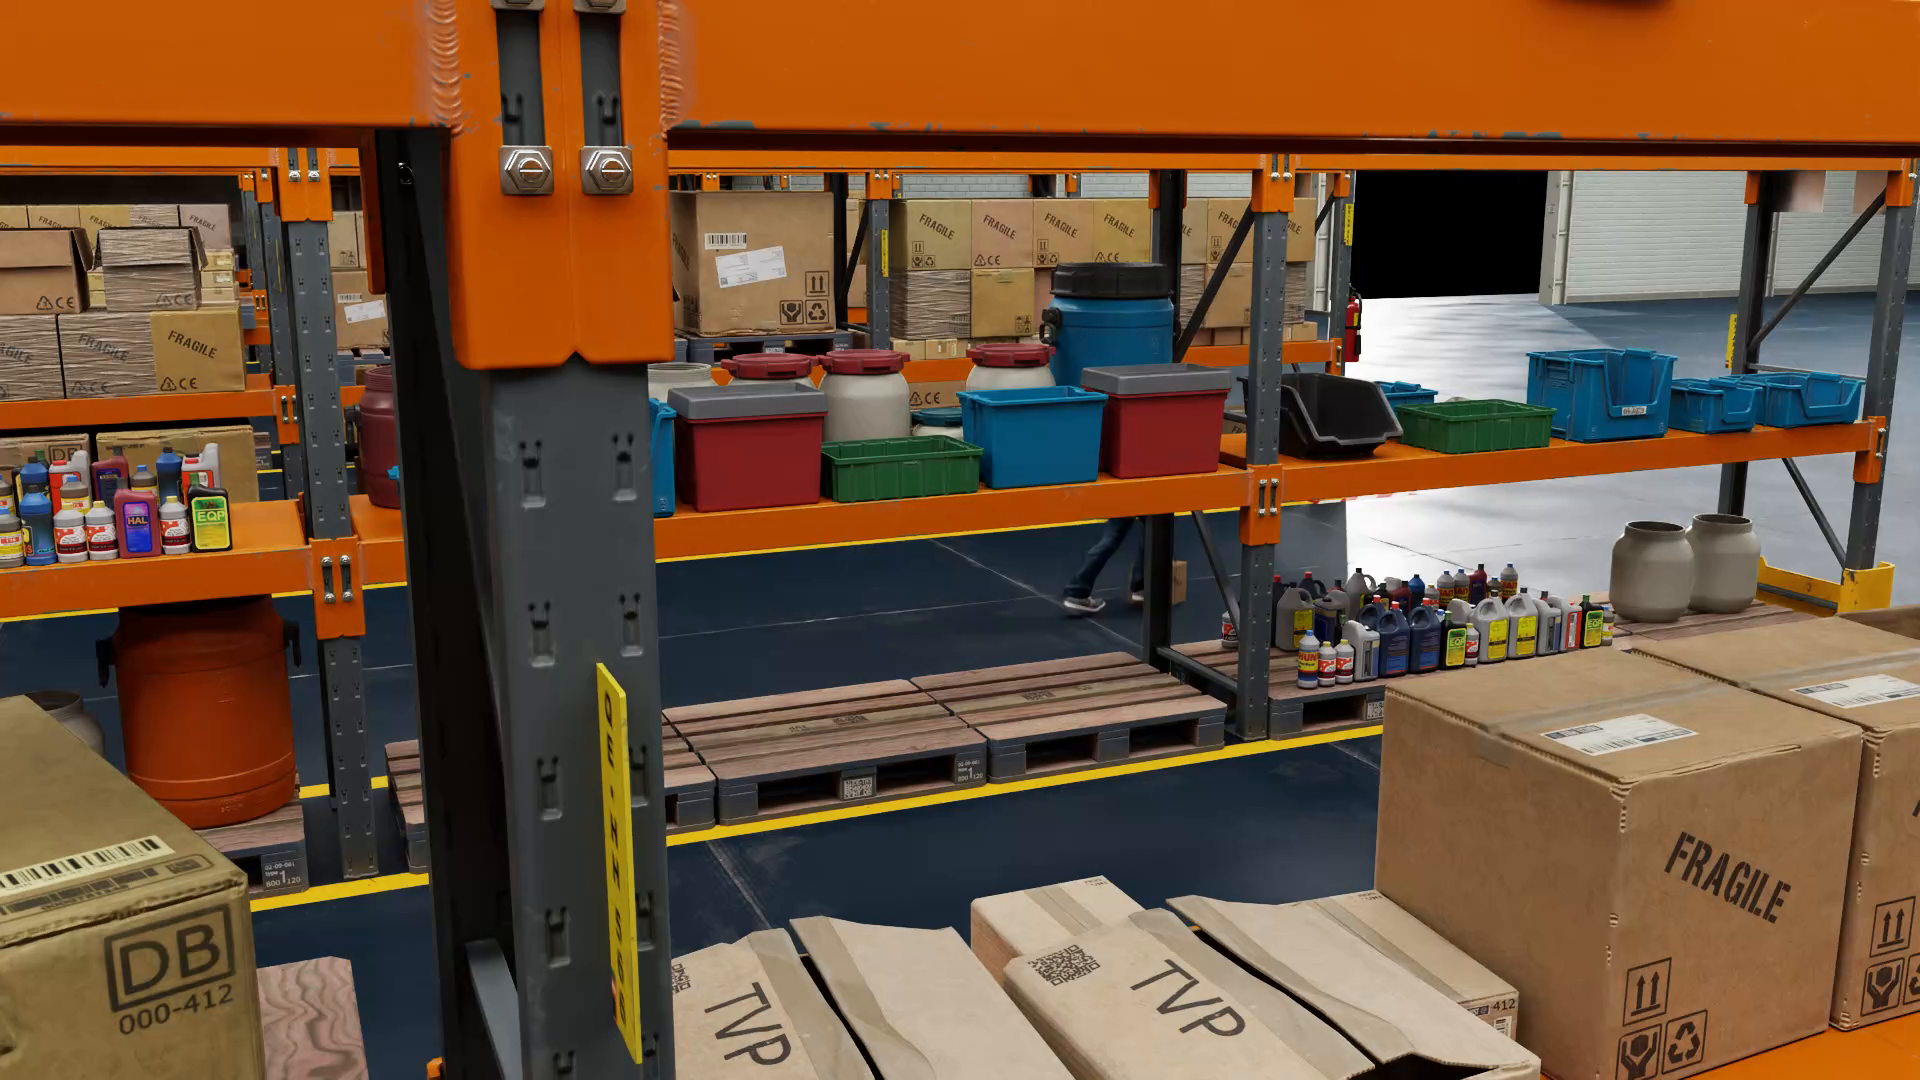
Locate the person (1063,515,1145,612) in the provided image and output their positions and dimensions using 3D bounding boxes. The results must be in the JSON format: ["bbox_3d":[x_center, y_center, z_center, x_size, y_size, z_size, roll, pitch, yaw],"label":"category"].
[{"bbox_3d":[1.008,-0.327,10.130,0.858,1.514,0.529,-4,13,-16],"label":"person"}]
